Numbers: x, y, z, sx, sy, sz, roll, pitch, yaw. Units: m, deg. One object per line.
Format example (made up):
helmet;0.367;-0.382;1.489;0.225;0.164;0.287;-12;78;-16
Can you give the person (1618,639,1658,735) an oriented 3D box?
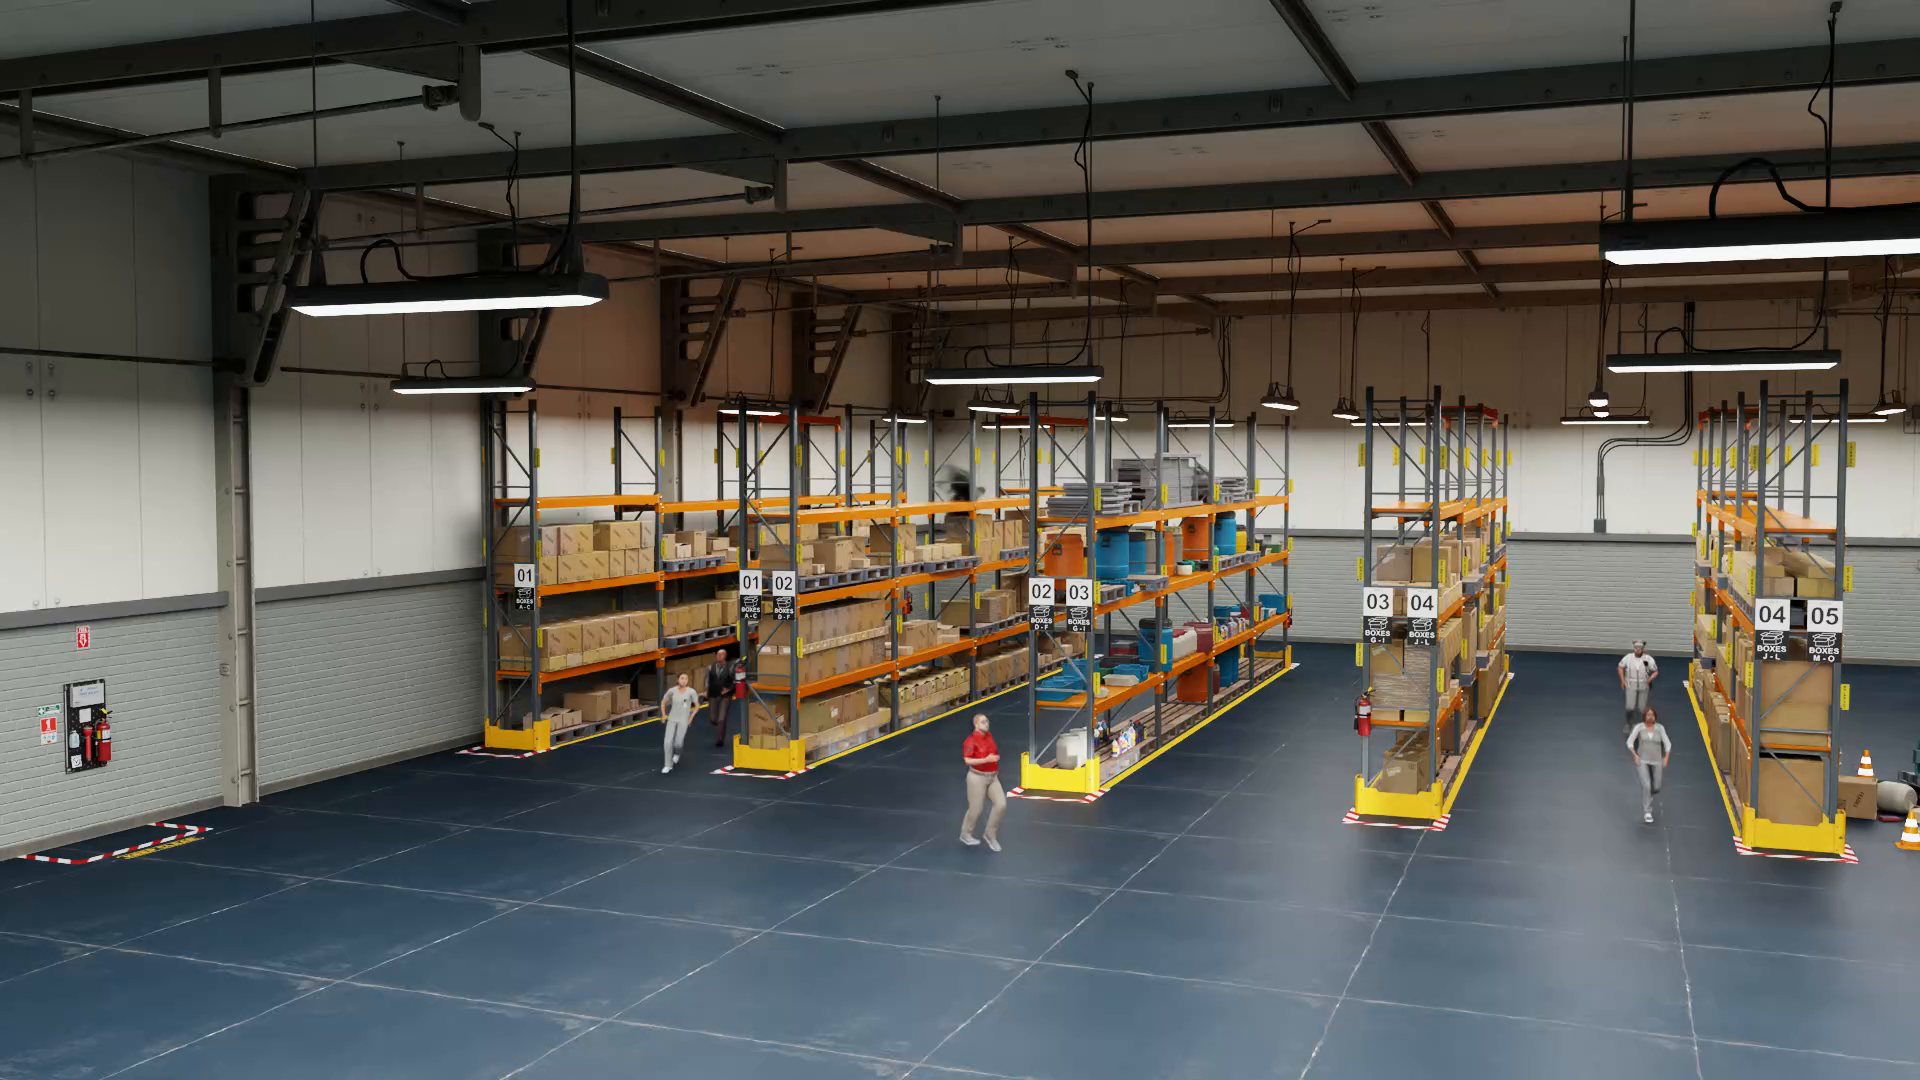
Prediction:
person;12.166;2.653;29.828;0.667;1.756;0.625;1;3;19

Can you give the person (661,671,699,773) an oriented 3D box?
person;-4.479;2.894;26.587;0.608;1.609;0.553;0;3;-1

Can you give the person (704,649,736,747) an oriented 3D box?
person;-4.158;2.736;28.960;0.671;1.679;0.597;0;3;6

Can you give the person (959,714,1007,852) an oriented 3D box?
person;0.305;3.106;21.206;0.640;1.781;0.727;-3;4;-43

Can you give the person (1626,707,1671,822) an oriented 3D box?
person;9.544;3.085;23.070;0.573;1.565;0.638;1;3;13
